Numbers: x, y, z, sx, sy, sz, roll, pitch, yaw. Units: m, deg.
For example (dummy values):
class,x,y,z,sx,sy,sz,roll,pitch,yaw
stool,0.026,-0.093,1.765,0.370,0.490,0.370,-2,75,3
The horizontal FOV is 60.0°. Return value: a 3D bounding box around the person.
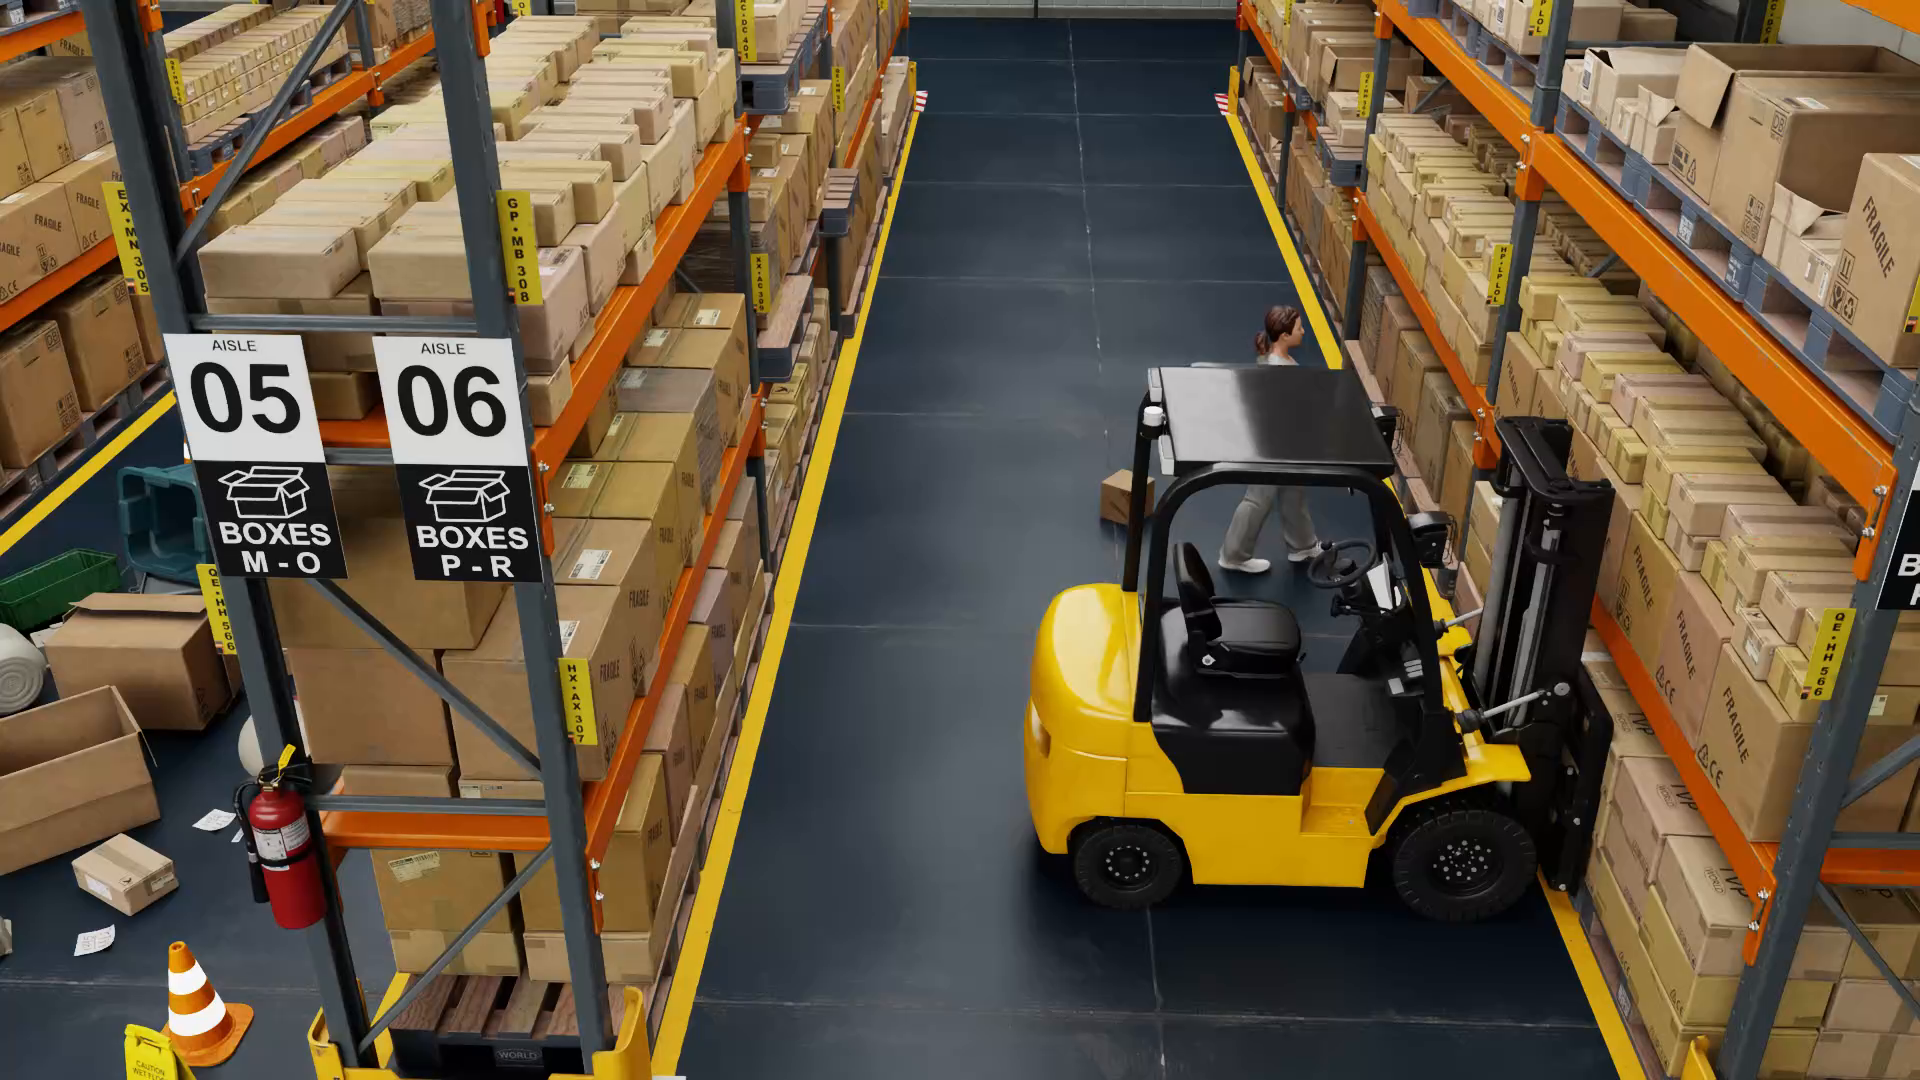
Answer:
class,x,y,z,sx,sy,sz,roll,pitch,yaw
person,1.925,-0.565,9.672,0.733,1.660,0.448,1,28,3
